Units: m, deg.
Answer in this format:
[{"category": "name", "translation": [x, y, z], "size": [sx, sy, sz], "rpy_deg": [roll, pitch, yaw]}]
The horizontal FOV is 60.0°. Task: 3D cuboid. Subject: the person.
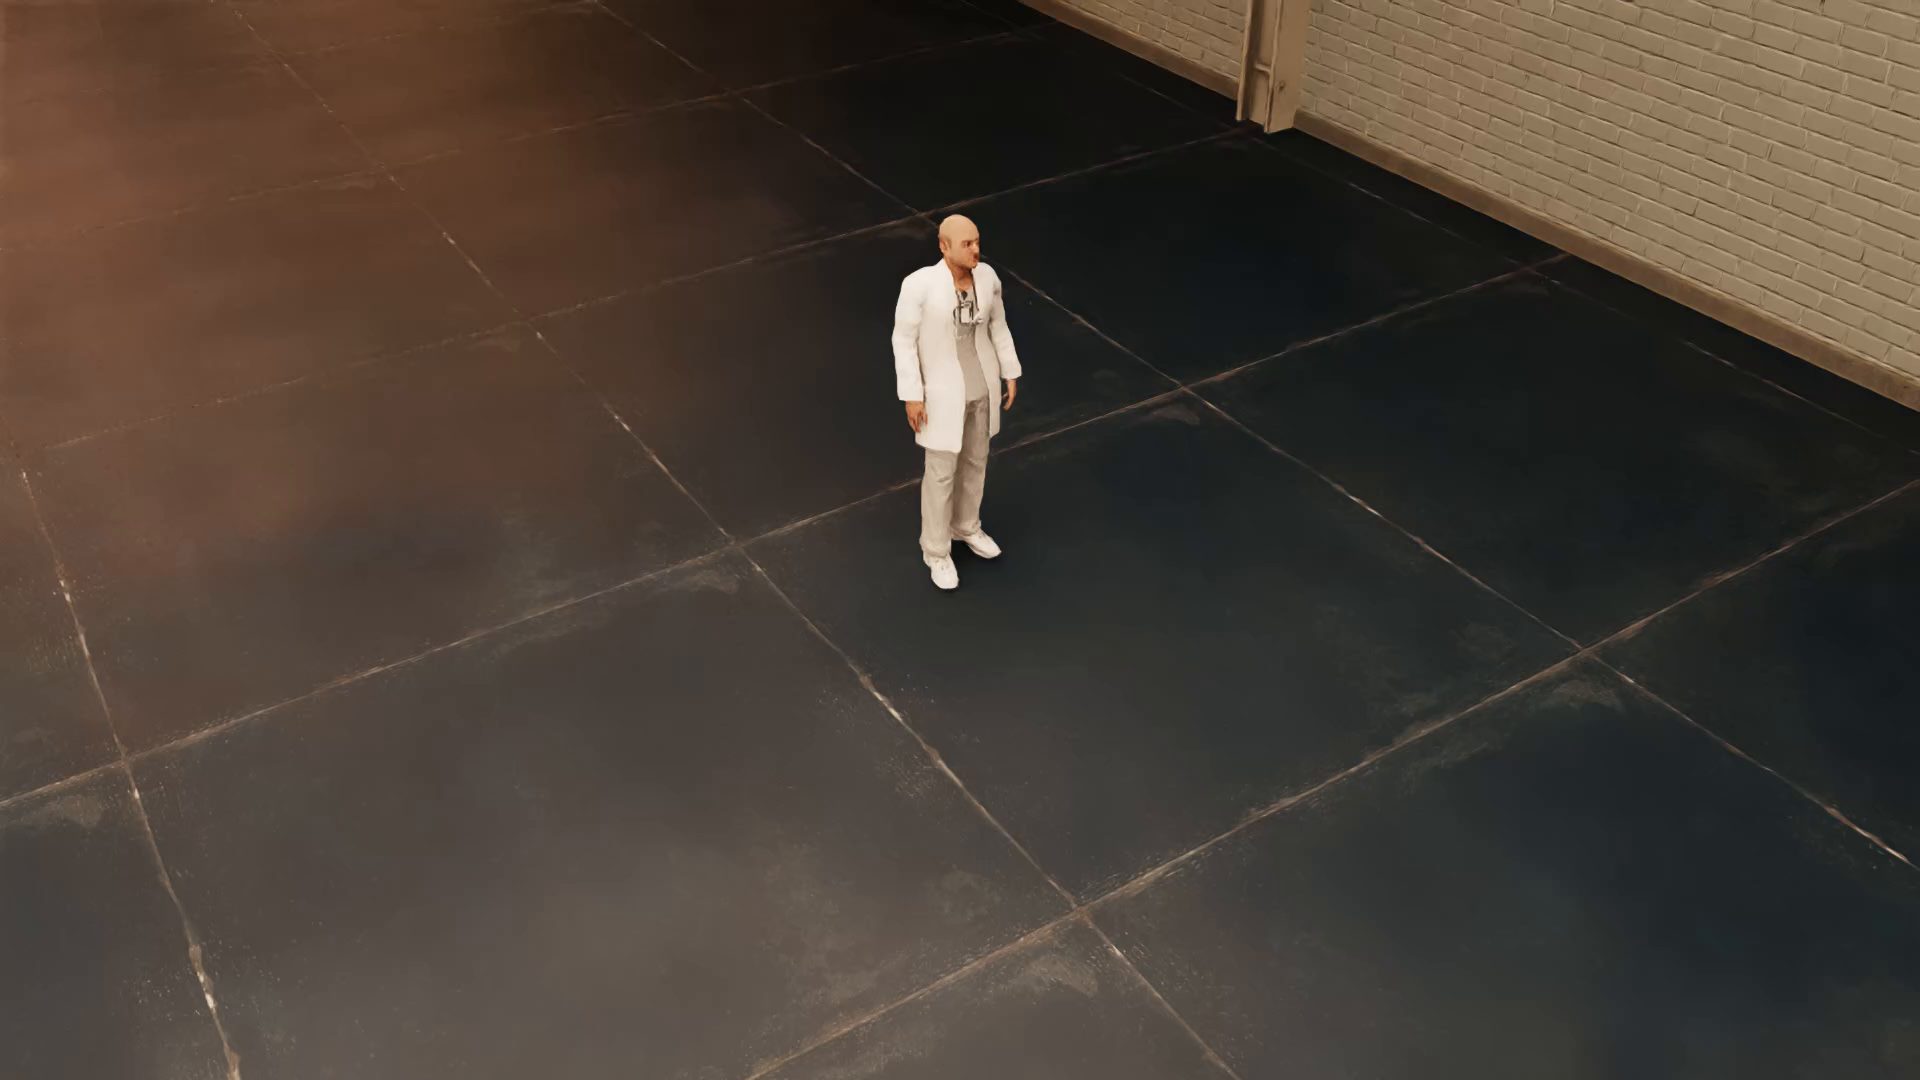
[{"category": "person", "translation": [0.046, -0.688, 8.117], "size": [0.694, 1.776, 0.579], "rpy_deg": [-21, 40, -27]}]
